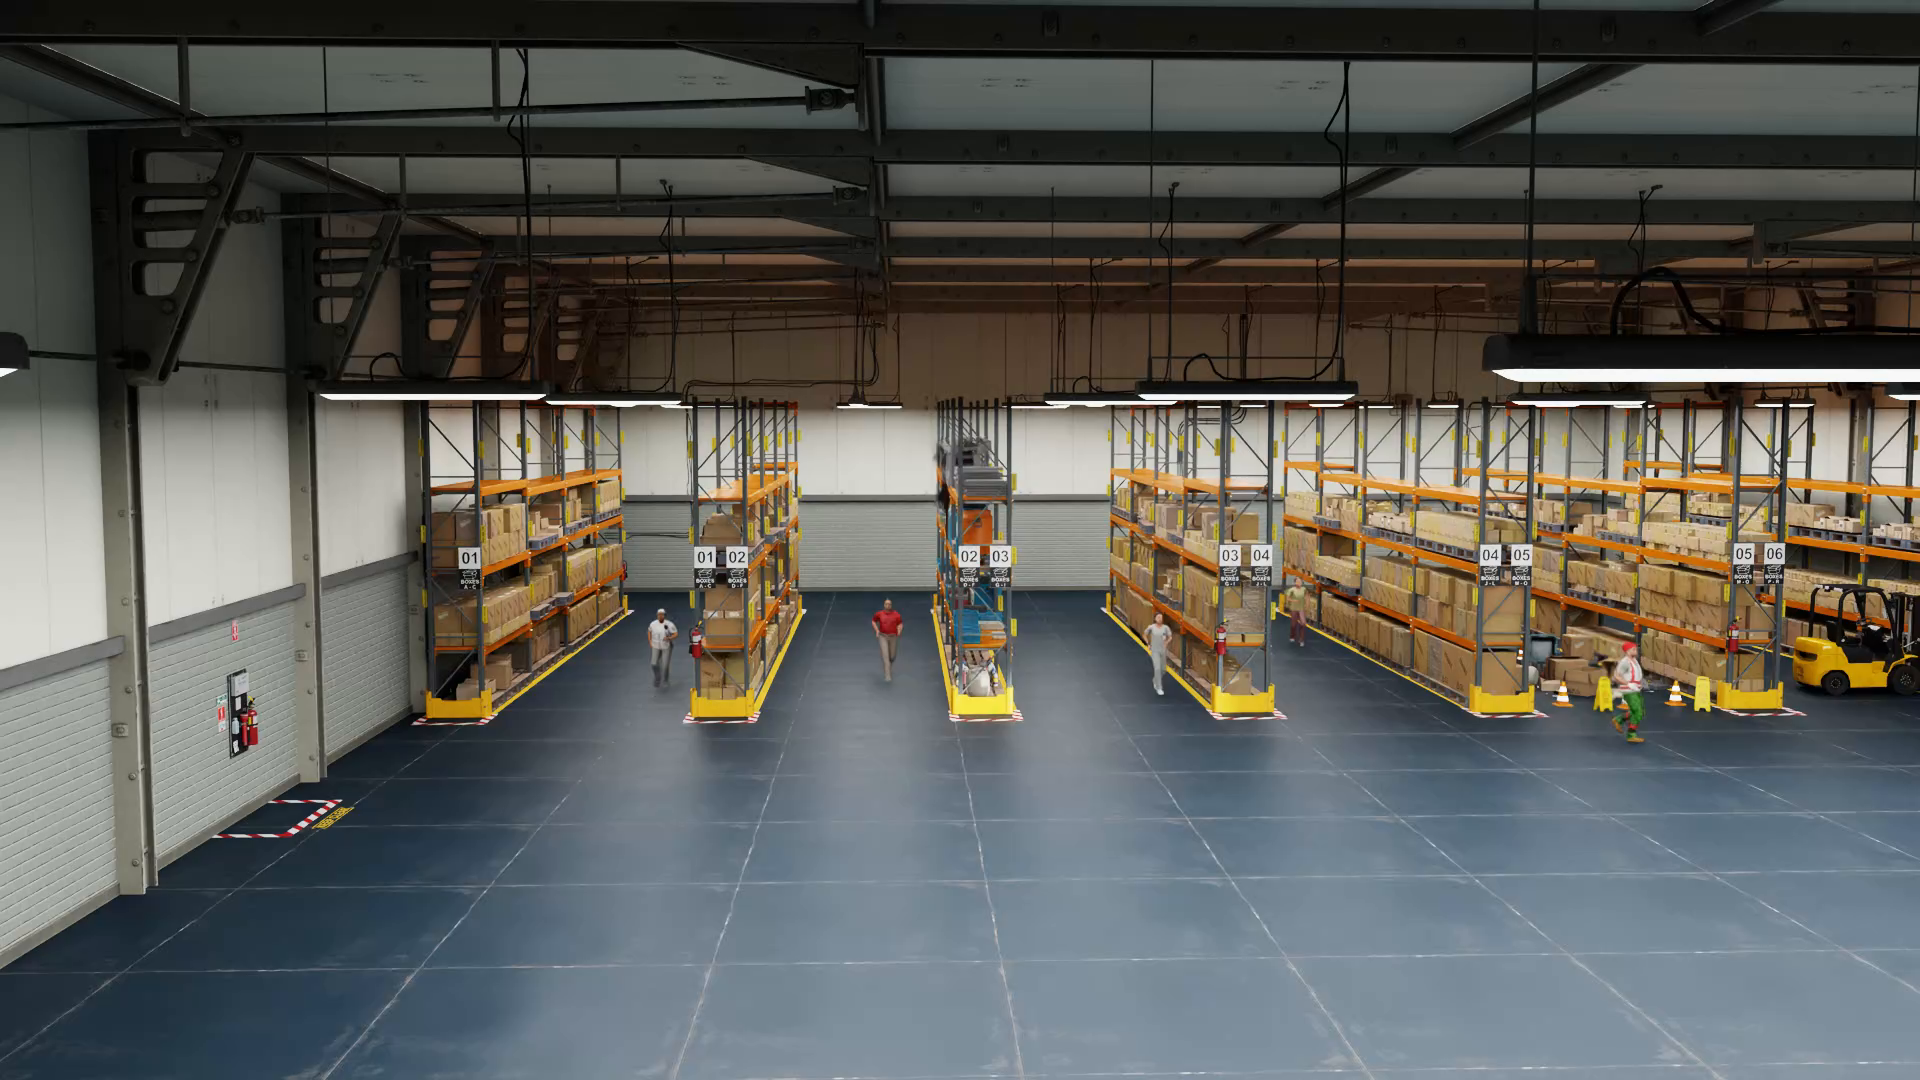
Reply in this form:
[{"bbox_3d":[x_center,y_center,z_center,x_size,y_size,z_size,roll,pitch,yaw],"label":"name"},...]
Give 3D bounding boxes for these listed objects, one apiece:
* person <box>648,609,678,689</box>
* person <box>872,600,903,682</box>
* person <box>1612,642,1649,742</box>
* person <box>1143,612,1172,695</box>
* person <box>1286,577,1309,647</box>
[{"bbox_3d":[-6.140,2.252,34.290,0.663,1.664,0.583,0,4,2],"label":"person"},{"bbox_3d":[-1.549,2.133,35.662,0.663,1.724,0.837,-1,4,-9],"label":"person"},{"bbox_3d":[11.594,2.625,28.857,0.655,1.737,0.622,-4,6,-44],"label":"person"},{"bbox_3d":[4.032,2.278,33.809,0.586,1.656,0.803,-1,4,-9],"label":"person"},{"bbox_3d":[8.263,1.758,40.716,0.594,1.743,0.729,0,4,-2],"label":"person"}]
